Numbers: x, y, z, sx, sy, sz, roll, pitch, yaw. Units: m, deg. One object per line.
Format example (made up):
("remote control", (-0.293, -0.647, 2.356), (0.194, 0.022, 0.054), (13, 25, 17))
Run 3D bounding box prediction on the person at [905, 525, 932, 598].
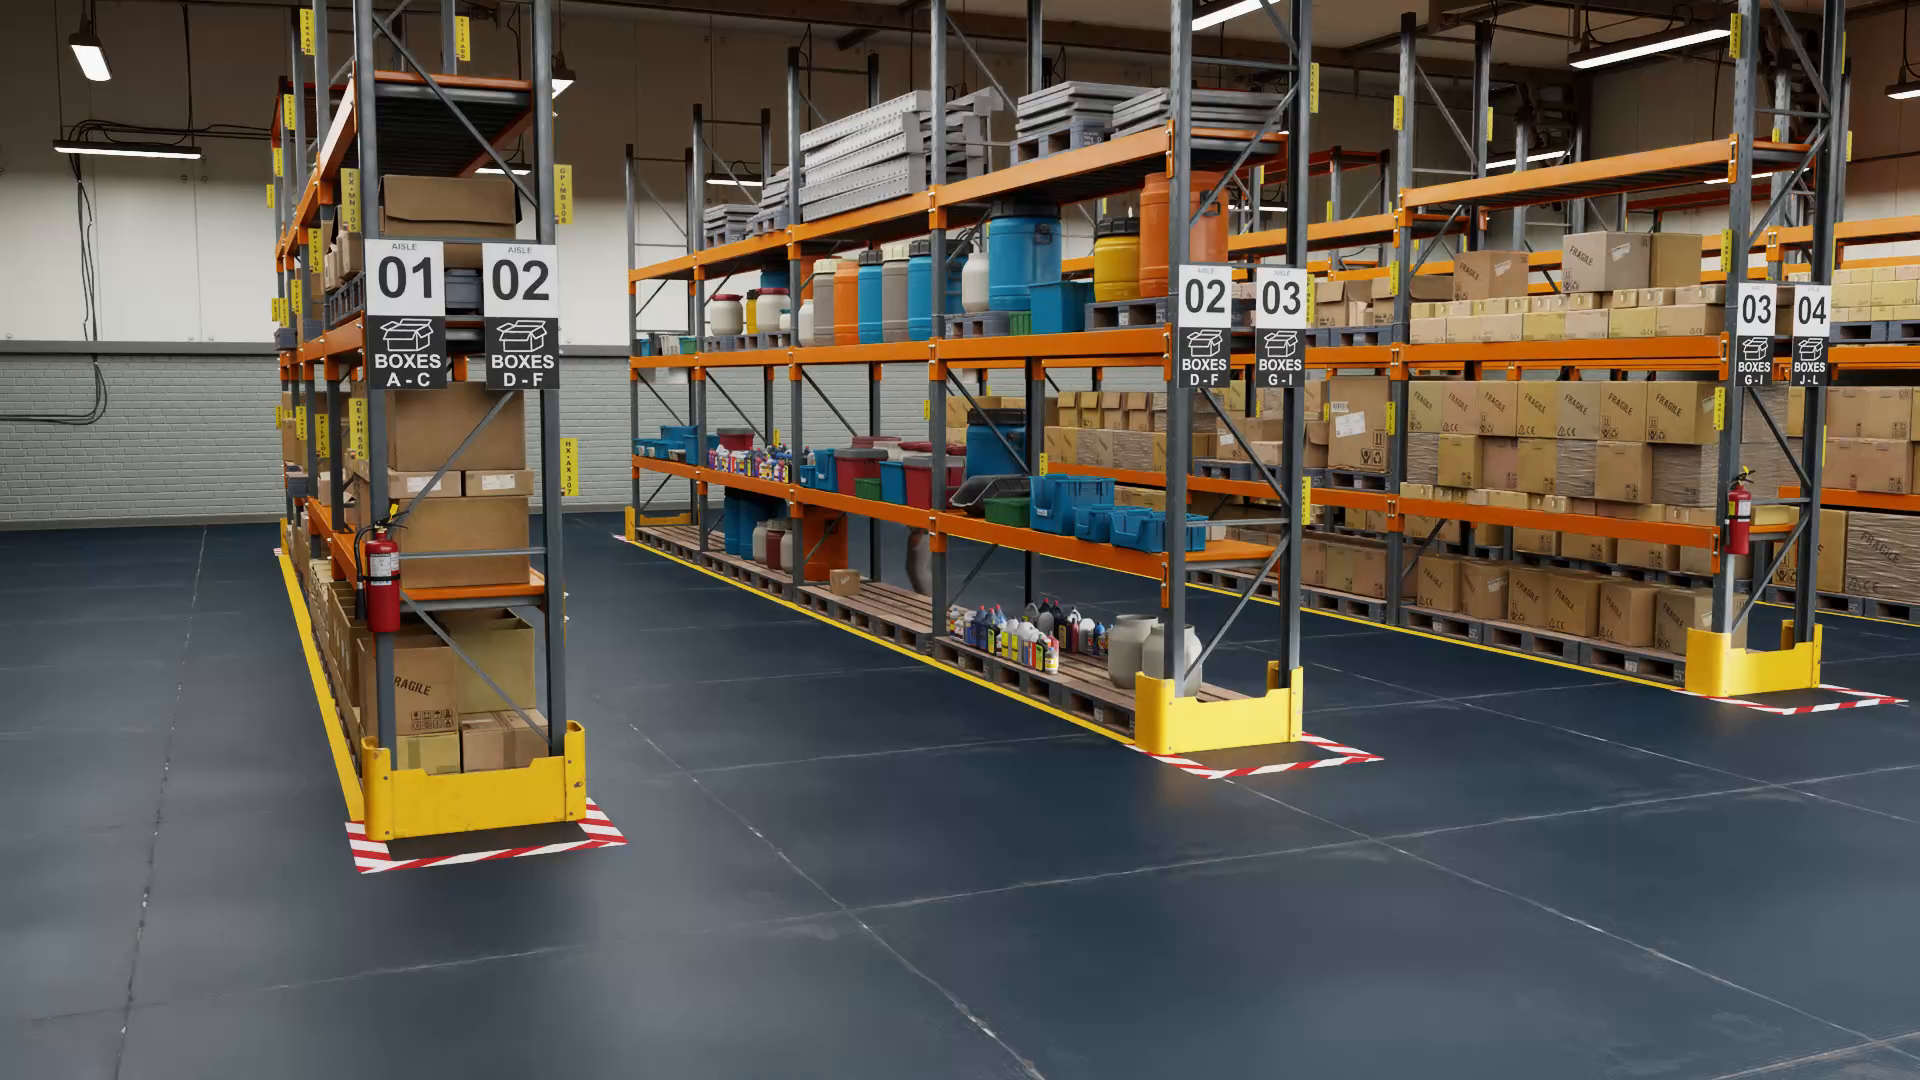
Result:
("person", (-0.424, -0.049, 17.721), (0.409, 1.637, 0.450), (-2, 6, -17))
